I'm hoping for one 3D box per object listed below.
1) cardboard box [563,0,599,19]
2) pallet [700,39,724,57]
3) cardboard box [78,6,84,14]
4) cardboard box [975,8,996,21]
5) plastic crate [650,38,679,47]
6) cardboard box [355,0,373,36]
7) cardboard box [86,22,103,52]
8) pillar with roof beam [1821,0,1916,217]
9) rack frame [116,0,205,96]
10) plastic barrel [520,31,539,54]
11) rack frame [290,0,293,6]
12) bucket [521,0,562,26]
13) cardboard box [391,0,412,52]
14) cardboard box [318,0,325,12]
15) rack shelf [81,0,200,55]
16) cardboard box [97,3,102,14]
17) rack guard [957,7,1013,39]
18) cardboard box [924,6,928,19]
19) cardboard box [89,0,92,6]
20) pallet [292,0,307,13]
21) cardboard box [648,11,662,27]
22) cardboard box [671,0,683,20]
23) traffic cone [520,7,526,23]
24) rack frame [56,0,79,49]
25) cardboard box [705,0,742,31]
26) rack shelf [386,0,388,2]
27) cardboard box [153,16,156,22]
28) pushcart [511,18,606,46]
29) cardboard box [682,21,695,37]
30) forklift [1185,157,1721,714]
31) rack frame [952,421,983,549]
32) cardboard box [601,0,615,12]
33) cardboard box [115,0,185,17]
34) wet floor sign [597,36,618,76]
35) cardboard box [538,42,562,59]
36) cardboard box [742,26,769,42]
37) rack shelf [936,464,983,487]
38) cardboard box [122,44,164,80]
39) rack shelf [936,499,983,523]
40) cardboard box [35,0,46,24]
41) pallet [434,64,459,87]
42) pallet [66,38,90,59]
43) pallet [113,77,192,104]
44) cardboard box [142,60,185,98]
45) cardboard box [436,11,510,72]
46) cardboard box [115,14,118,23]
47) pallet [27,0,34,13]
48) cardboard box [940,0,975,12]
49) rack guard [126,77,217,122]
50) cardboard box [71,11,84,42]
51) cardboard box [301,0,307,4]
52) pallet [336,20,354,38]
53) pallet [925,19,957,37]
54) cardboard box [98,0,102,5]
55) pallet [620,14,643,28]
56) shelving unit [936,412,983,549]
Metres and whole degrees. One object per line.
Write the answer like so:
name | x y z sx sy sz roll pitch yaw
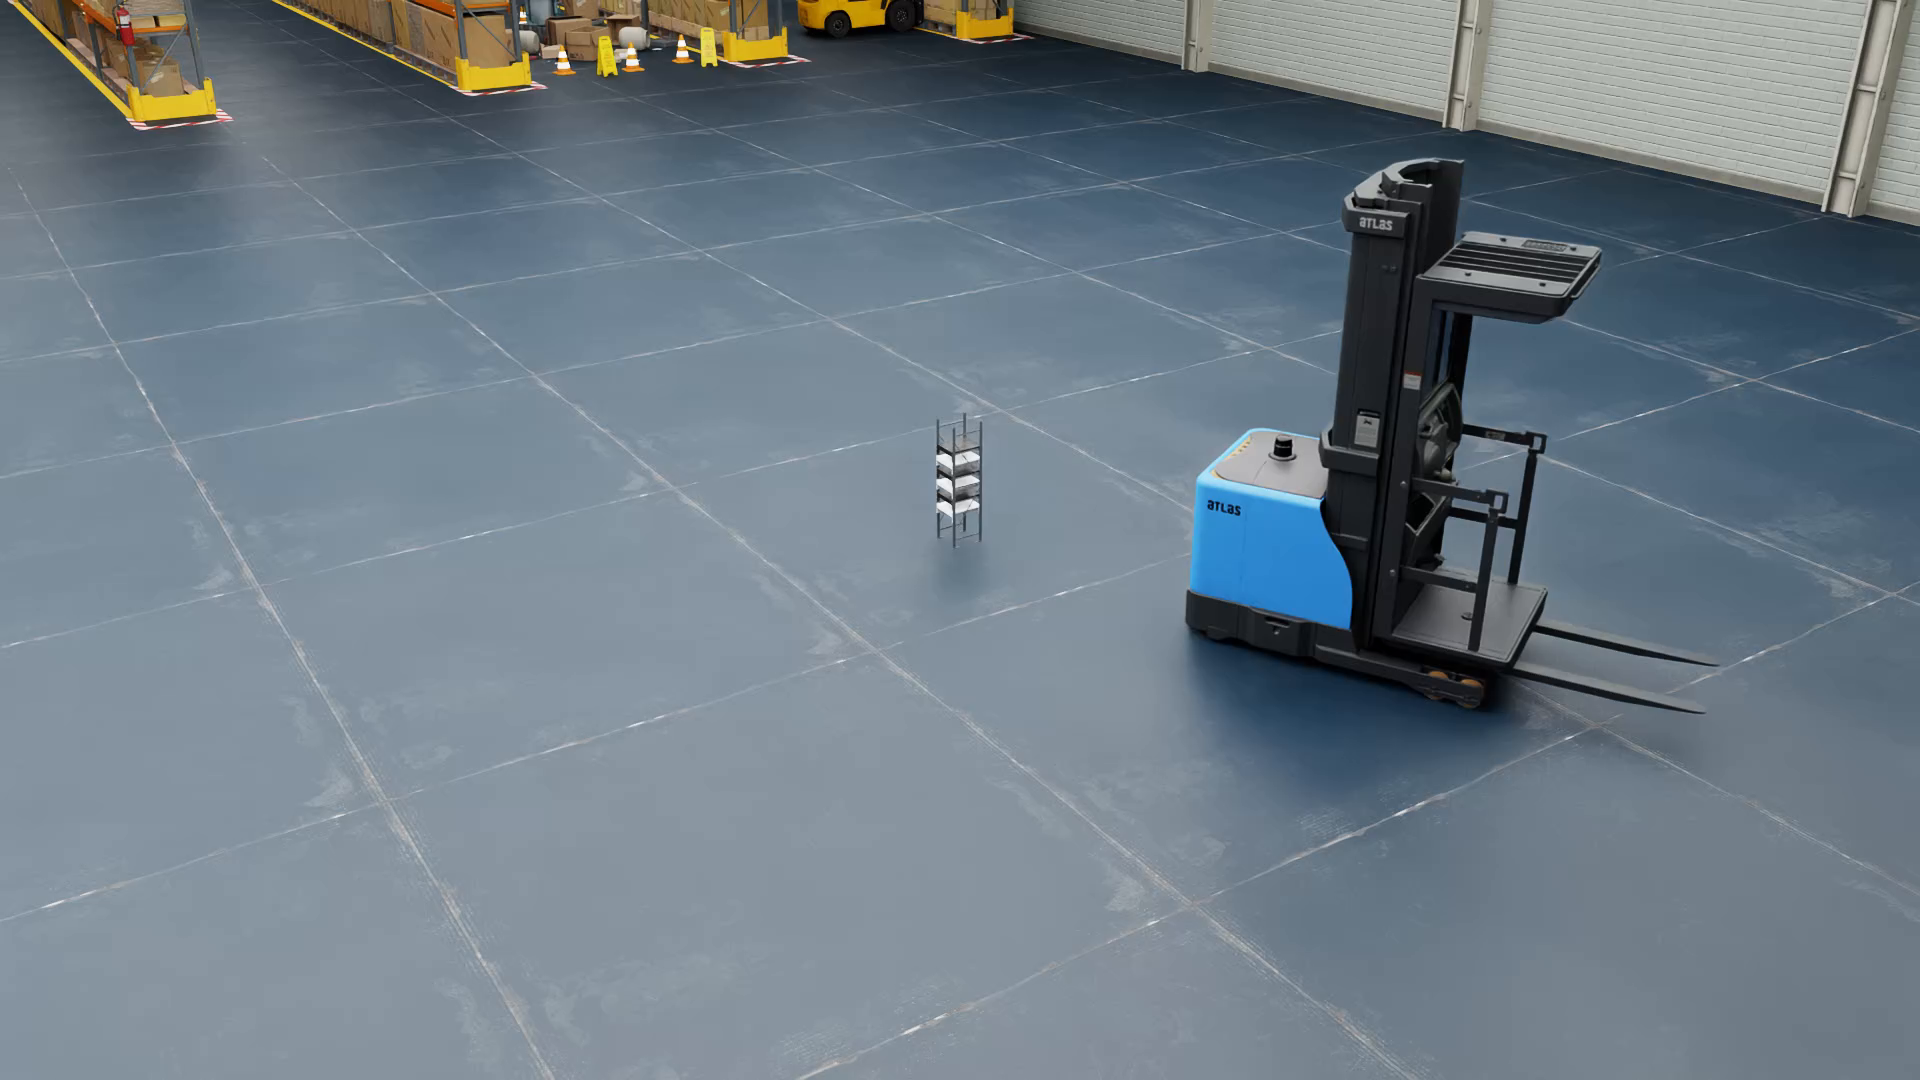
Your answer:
cardboard box | -7.338 -10.356 32.177 0.500 0.500 0.500 -16 29 -30
pallet | -4.135 -9.204 30.961 1.003 0.211 1.213 -16 29 -30
cardboard box | -15.959 -9.866 30.632 0.500 0.250 0.500 -14 29 -28
cardboard box | 0.373 -10.465 33.095 0.500 0.250 0.500 -15 29 -29
plastic crate | -5.693 -9.496 31.735 0.583 0.080 0.402 18 31 33
cardboard box | -10.893 -10.099 31.735 1.050 0.750 0.750 -16 29 -30
cardboard box | -15.034 -8.928 29.524 0.700 0.500 0.500 -18 31 -34
pillar with roof beam | 7.072 -7.027 16.057 9.100 9.000 0.400 -16 29 -30
rack frame | -11.983 -7.829 24.783 1.000 3.000 0.127 -16 29 -30
plastic barrel | -8.051 -9.166 30.634 0.512 0.421 0.421 3 25 6
rack frame | -14.322 -13.241 36.247 1.000 3.000 0.127 -16 29 -30
bucket | -7.949 -10.075 31.595 0.726 0.611 0.620 -6 16 -12
cardboard box | -9.671 -9.368 30.039 0.875 0.875 0.875 -15 29 -29
cardboard box | -12.997 -11.231 34.425 0.500 0.500 0.500 -14 29 -28
rack shelf | -13.074 -8.219 26.452 1.077 0.370 4.000 -16 29 -30
cardboard box | -13.471 -8.466 26.426 0.380 0.149 0.250 -16 29 -30
rack guard | 0.491 -10.158 32.644 1.175 0.500 0.348 -16 29 -30
cardboard box | -0.573 -10.699 33.591 0.500 0.250 0.500 -15 29 -29
cardboard box | -14.015 -8.824 27.185 0.380 0.149 0.250 -16 29 -30
pallet | -13.896 -11.702 36.254 1.003 0.211 1.213 -16 29 -30
cardboard box | -5.767 -10.242 32.623 0.500 0.250 0.500 -17 30 -32
cardboard box | -5.183 -10.206 31.670 0.500 0.500 0.500 -14 29 -27
traffic cone | -8.709 -10.410 33.222 0.336 0.463 0.334 -16 29 -30
rack frame | -16.350 -10.691 30.845 1.000 3.000 0.127 -16 29 -30
cardboard box | -4.335 -9.650 30.491 0.500 0.500 0.500 -15 29 -29
rack shelf | -11.047 -10.770 31.855 1.077 0.370 4.000 -16 29 -30
cardboard box | -12.183 -8.060 25.566 0.380 0.149 0.250 -16 29 -30
pushcart | -7.746 -9.834 32.103 0.936 0.377 1.648 18 31 33
cardboard box | -4.913 -9.685 31.443 0.500 0.250 0.500 -17 30 -31
forklift | 2.954 -0.609 9.569 3.031 2.935 1.130 13 28 26
rack frame | 0.051 -0.373 11.449 0.240 0.900 0.006 -16 29 -30
cardboard box | -6.928 -11.263 34.643 0.950 0.372 0.625 -14 29 -28
cardboard box | -12.260 -8.212 25.129 0.875 0.500 0.500 -16 29 -30
wet floor sign | -6.097 -8.335 28.614 0.267 0.644 0.232 -22 33 -38
cardboard box | -7.474 -8.958 30.377 0.396 0.266 0.258 -10 27 -21
cardboard box | -3.888 -9.438 30.921 0.500 0.250 0.500 -16 30 -30
rack shelf | -0.004 -0.461 11.502 0.258 0.077 0.200 -16 29 -30
cardboard box | -13.258 -7.760 27.073 0.500 0.500 0.500 -19 31 -34
rack shelf | -0.004 -0.217 11.618 0.258 0.077 0.200 -16 29 -30
cardboard box | -17.679 -10.807 33.088 1.225 0.875 0.875 -17 30 -31
pallet | -8.274 -7.956 28.318 1.003 0.211 1.213 -16 29 -30
pallet | -15.924 -9.150 30.847 1.003 0.211 1.213 -16 29 -30
pallet | -13.100 -7.330 26.993 1.003 0.211 1.213 -16 29 -30
cardboard box | -12.309 -7.116 25.709 0.500 0.500 0.500 -10 27 -20
cardboard box | -8.197 -8.405 28.000 0.875 0.875 0.875 -15 29 -29
cardboard box | -12.627 -7.936 25.305 0.380 0.149 0.250 -16 29 -30
pallet | -19.553 -11.587 36.011 1.003 0.211 1.213 -16 29 -30
cardboard box | -0.050 -10.571 32.734 0.500 0.250 0.500 -16 30 -30
rack guard | -12.024 -6.726 25.375 1.175 0.500 0.348 -16 29 -30
cardboard box | -15.967 -9.524 30.787 0.700 0.500 0.500 -17 30 -32
cardboard box | -13.851 -11.786 35.601 0.500 0.500 0.500 -14 29 -27
pallet | -11.772 -10.250 33.177 1.003 0.211 1.213 -16 29 -30
pallet | 0.025 -10.300 33.283 1.003 0.211 1.213 -16 29 -30
cardboard box | -13.133 -8.733 26.233 0.875 0.500 0.500 -16 29 -30
pallet | -6.289 -10.587 33.891 1.003 0.211 1.213 -16 29 -30
shelving unit | -0.004 -0.410 11.526 0.258 0.900 0.210 -16 29 -30
